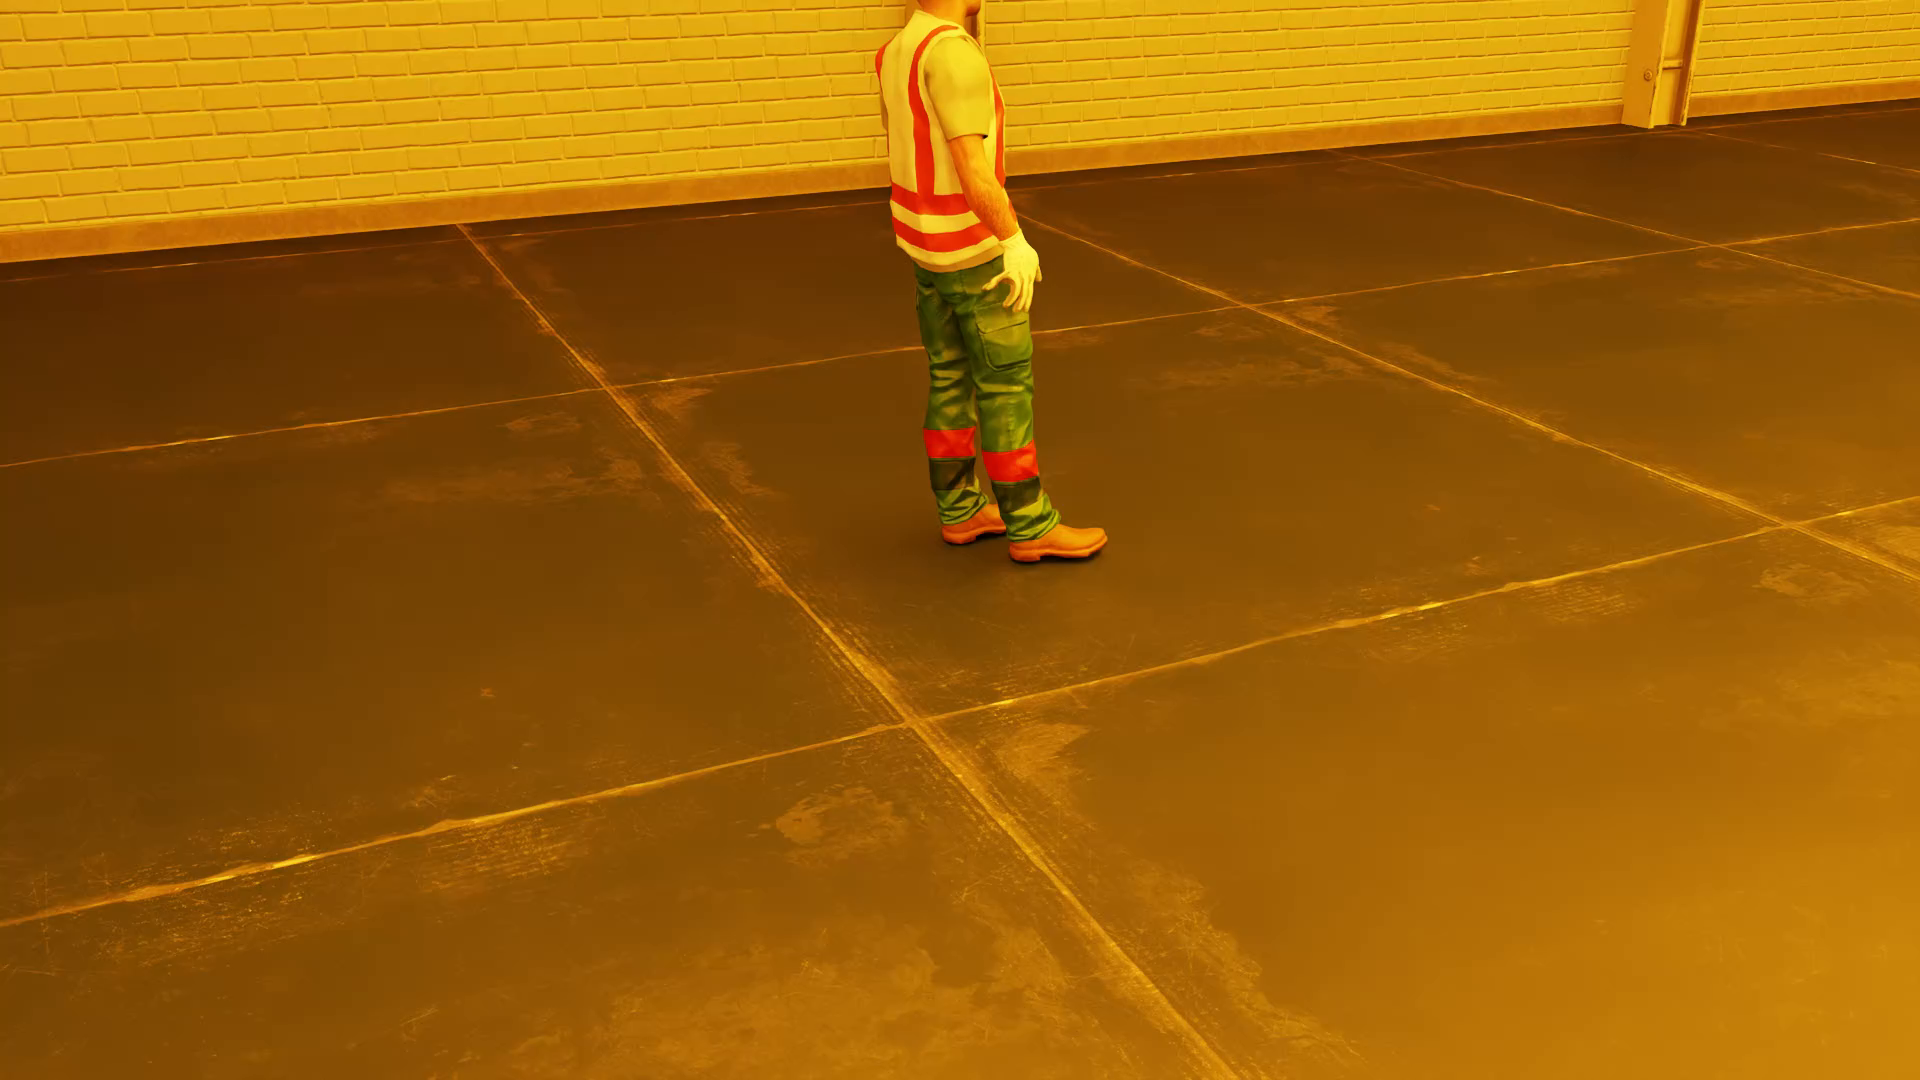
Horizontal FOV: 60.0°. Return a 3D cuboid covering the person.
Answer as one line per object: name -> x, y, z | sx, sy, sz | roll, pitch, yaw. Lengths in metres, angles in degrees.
person -> 0.078, -0.842, 4.782 | 0.562, 1.790, 0.637 | -10, 25, -23
